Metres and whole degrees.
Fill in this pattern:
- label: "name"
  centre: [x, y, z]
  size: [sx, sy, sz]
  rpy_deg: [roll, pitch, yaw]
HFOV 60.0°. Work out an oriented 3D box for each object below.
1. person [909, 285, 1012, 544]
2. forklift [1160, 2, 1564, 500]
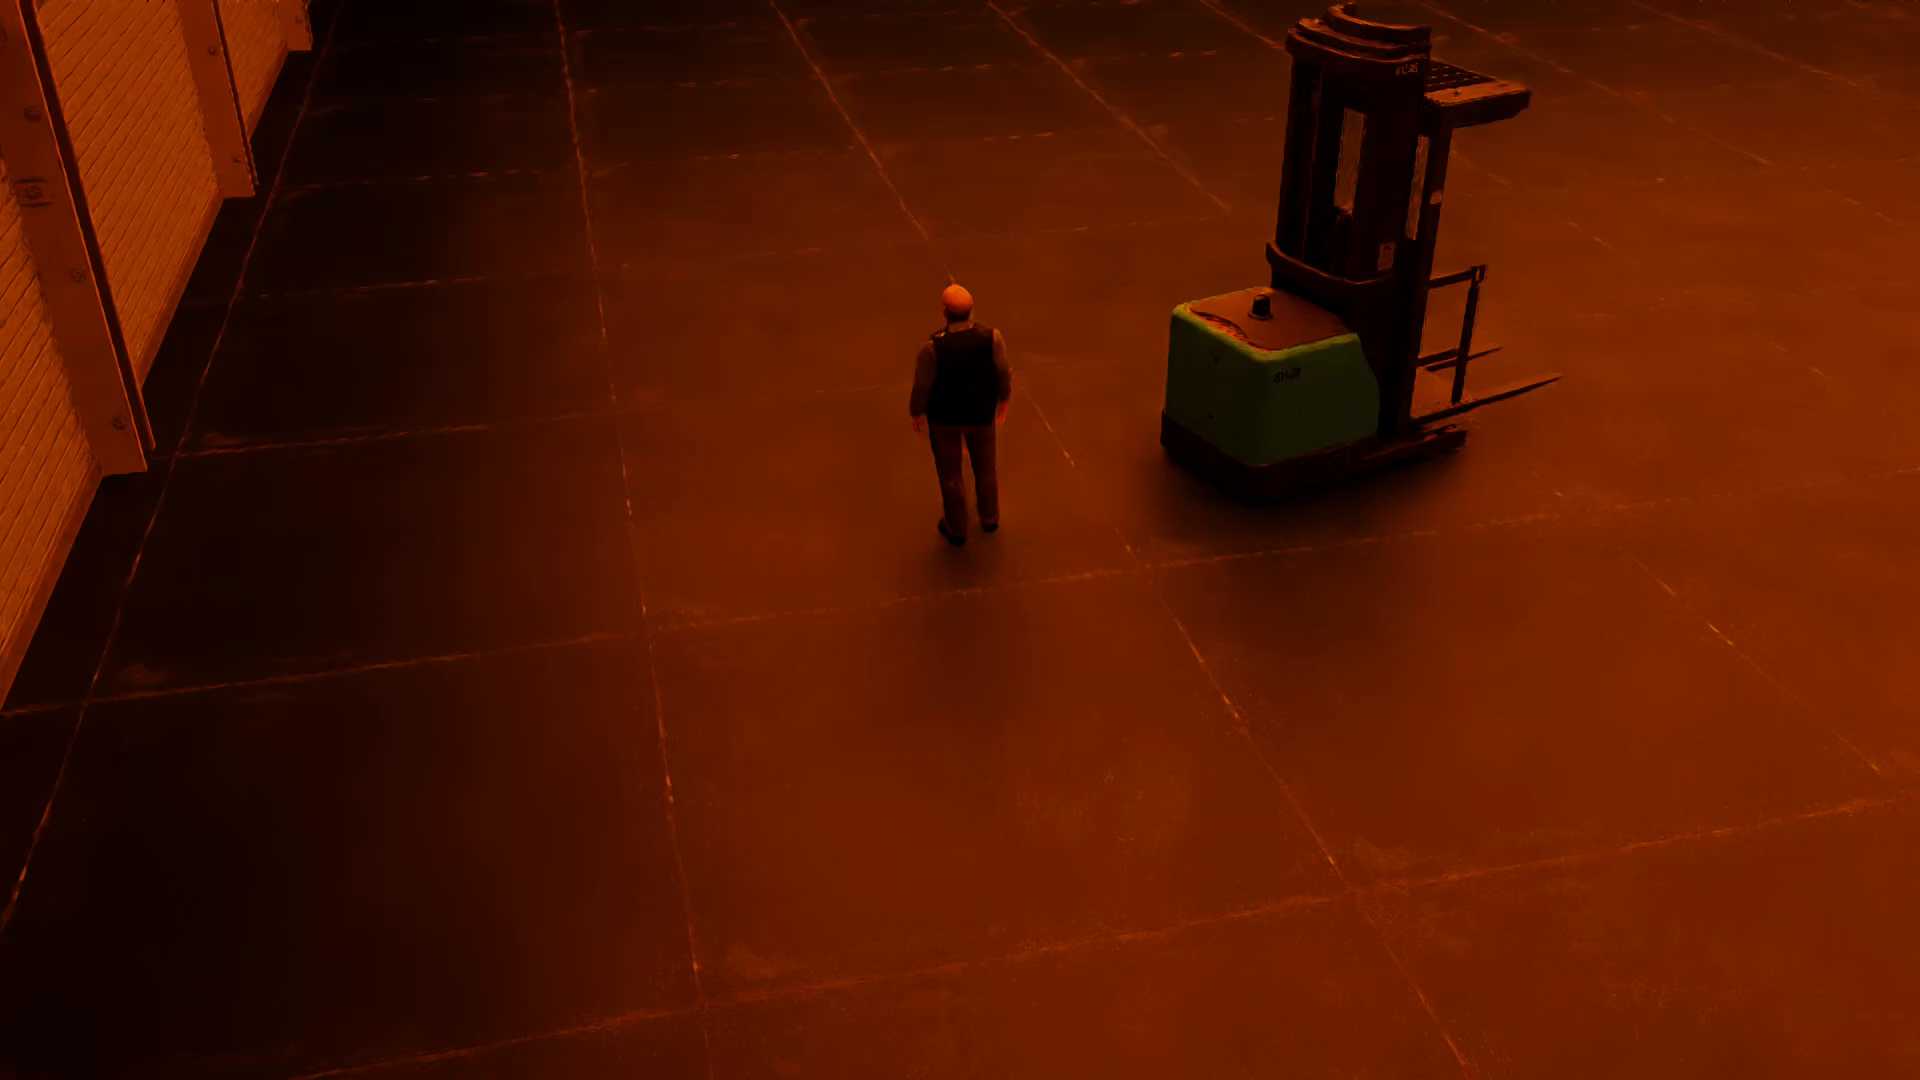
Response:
- label: "person"
  centre: [-0.007, -0.782, 10.119]
  size: [0.632, 1.720, 0.567]
  rpy_deg: [-7, 31, -12]
- label: "forklift"
  centre: [2.928, -2.053, 11.121]
  size: [3.031, 2.935, 1.130]
  rpy_deg: [-16, 34, -25]
